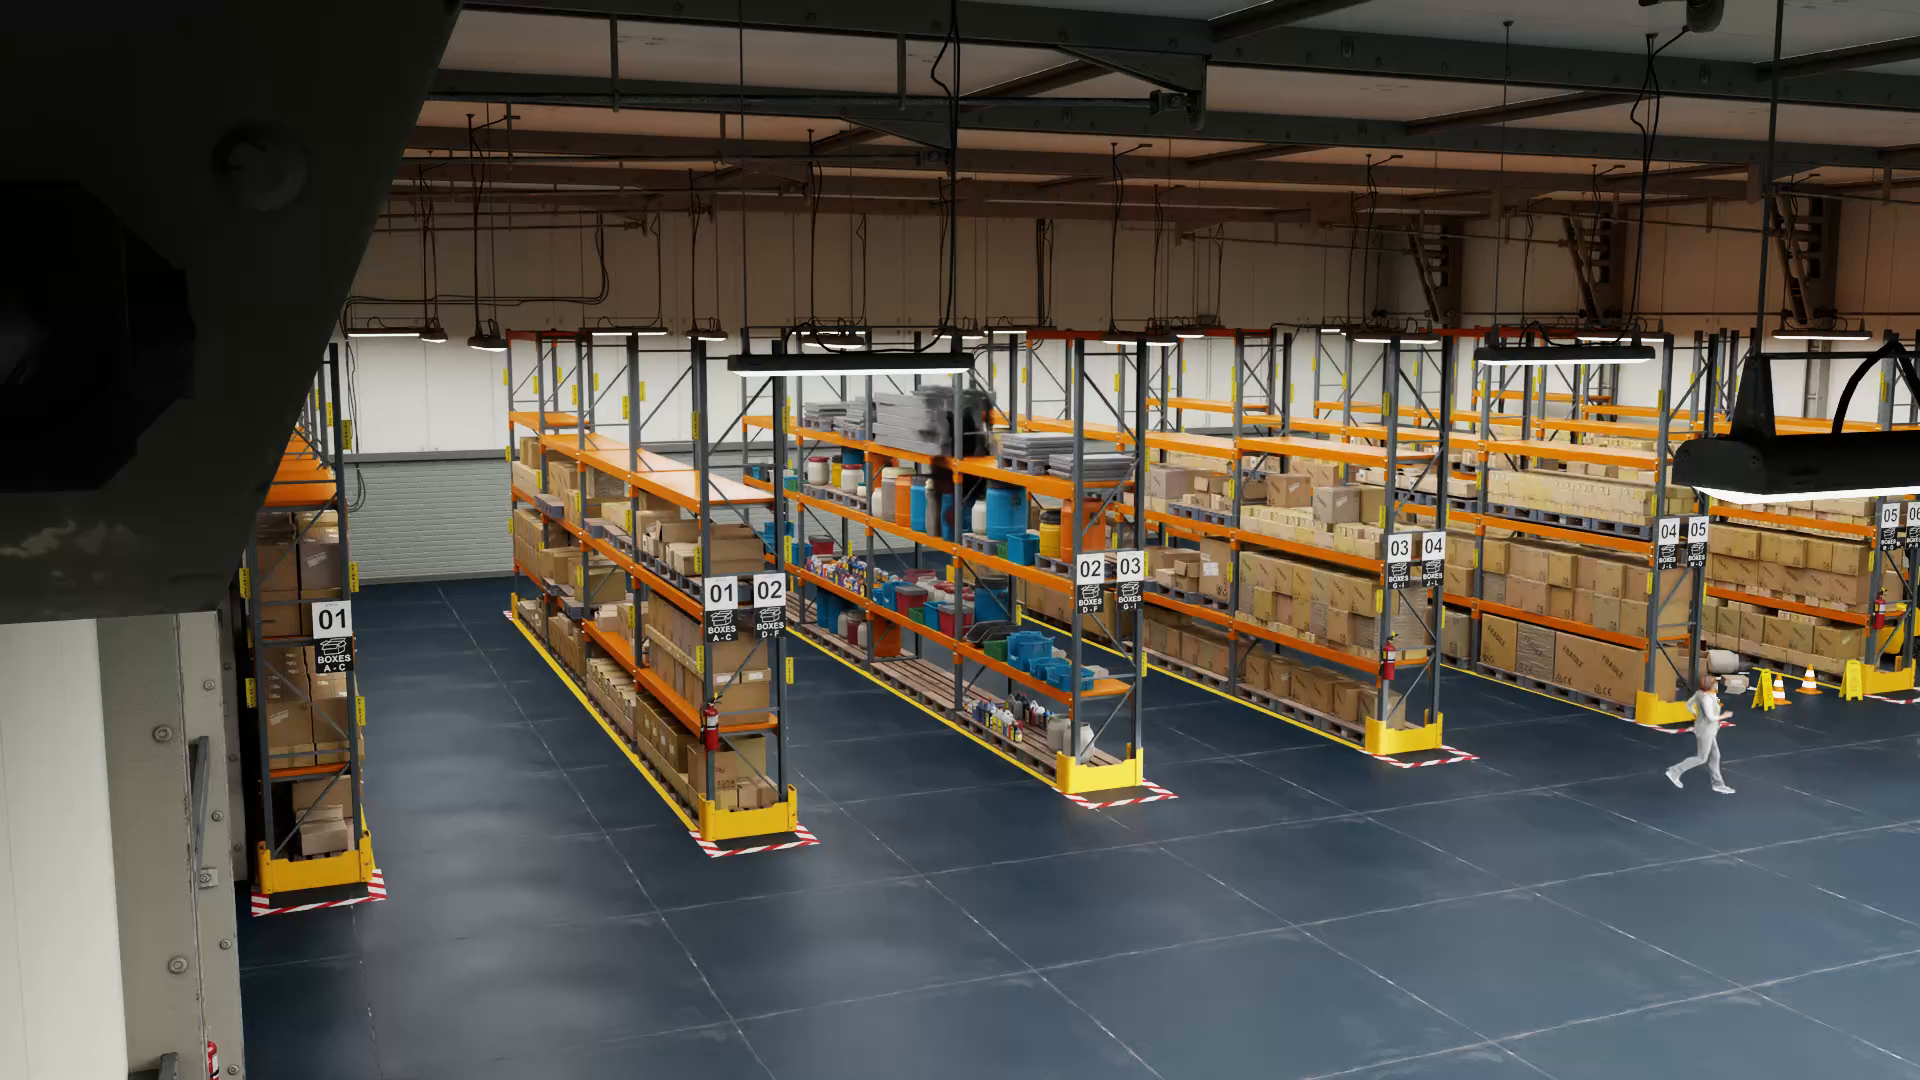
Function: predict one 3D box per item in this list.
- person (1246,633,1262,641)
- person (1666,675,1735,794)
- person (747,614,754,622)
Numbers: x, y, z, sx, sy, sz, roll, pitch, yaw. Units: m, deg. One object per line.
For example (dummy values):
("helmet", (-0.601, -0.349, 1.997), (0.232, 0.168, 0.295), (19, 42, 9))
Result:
("person", (5.771, 1.120, 32.104), (0.720, 1.697, 0.603), (-5, 9, -33))
("person", (9.804, 2.557, 21.936), (0.879, 1.586, 0.544), (2, 8, 14))
("person", (-3.597, 1.416, 29.777), (0.666, 1.818, 0.888), (-6, 10, -35))
